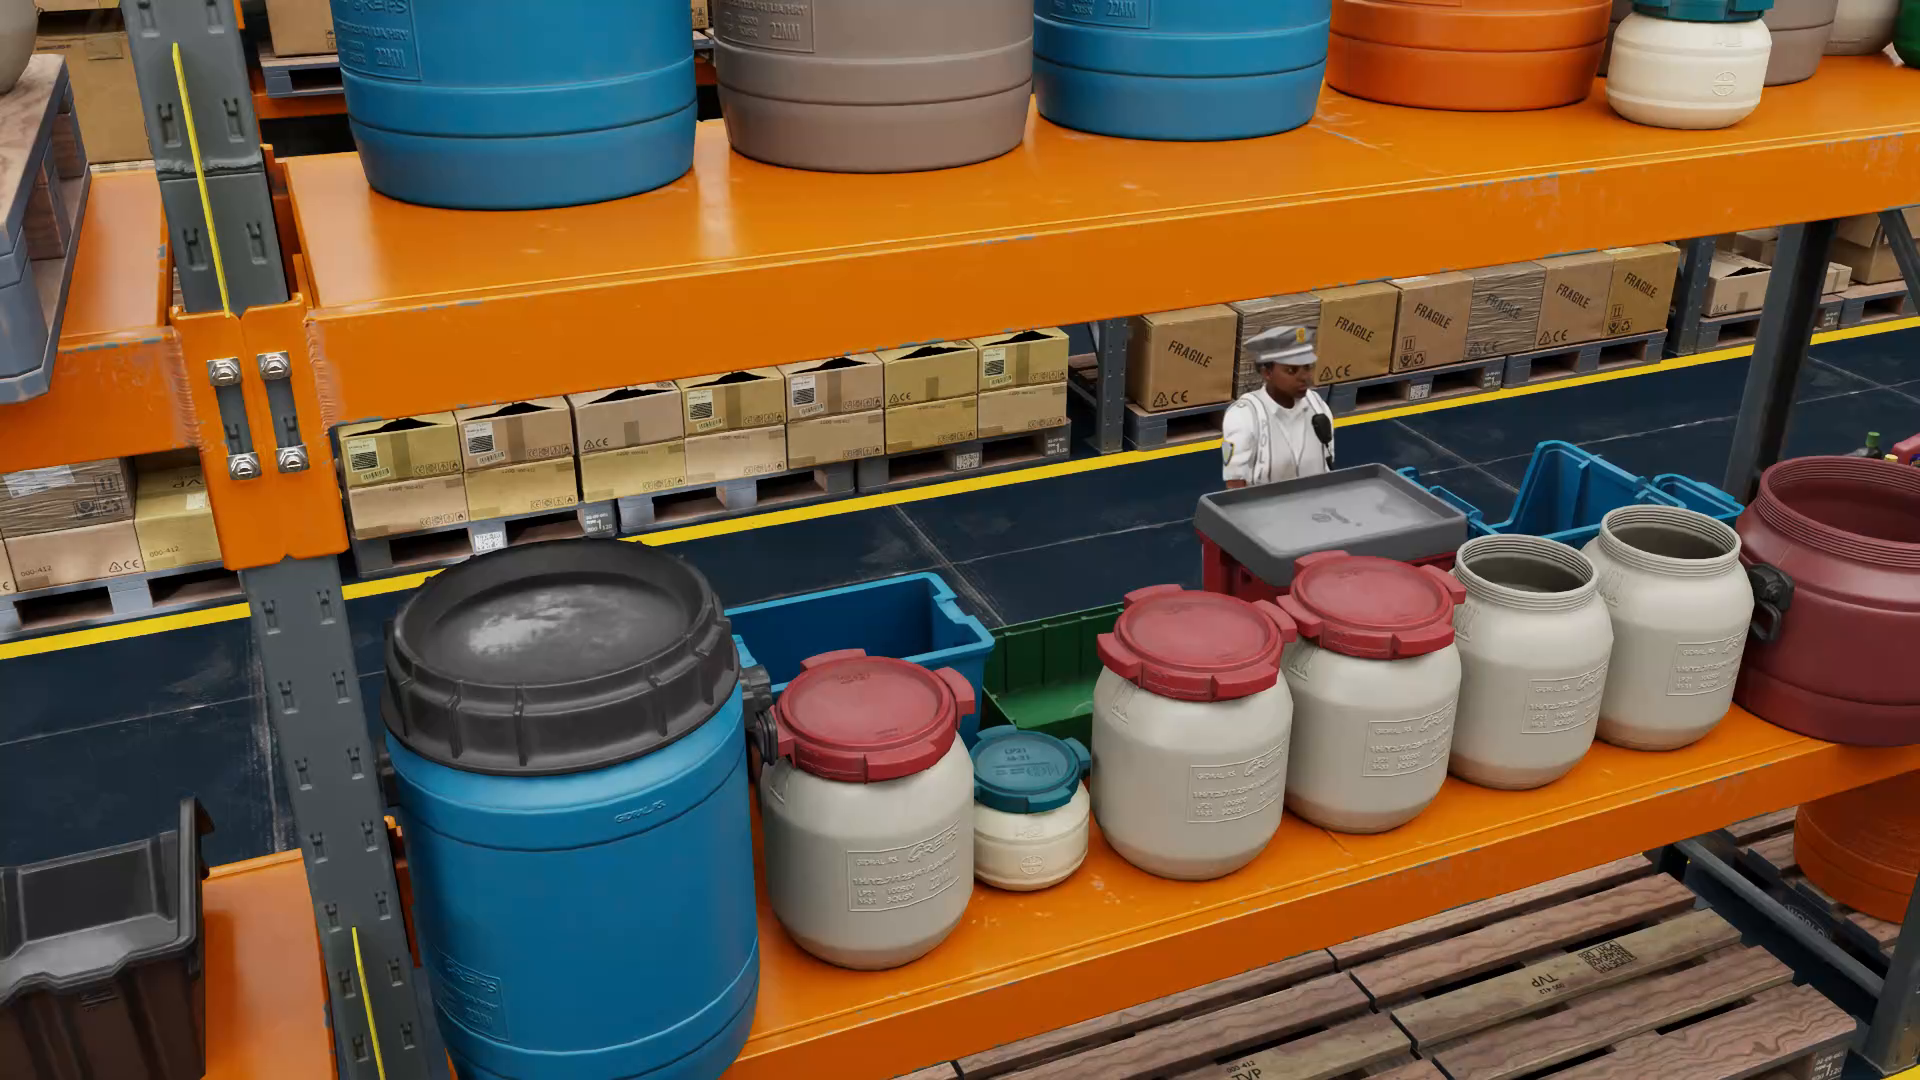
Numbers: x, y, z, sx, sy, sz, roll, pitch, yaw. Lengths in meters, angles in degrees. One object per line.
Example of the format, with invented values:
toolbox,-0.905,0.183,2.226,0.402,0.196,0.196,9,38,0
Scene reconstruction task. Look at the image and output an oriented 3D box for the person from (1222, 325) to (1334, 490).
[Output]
person,1.156,0.054,5.977,0.451,1.688,0.533,-10,28,-19
